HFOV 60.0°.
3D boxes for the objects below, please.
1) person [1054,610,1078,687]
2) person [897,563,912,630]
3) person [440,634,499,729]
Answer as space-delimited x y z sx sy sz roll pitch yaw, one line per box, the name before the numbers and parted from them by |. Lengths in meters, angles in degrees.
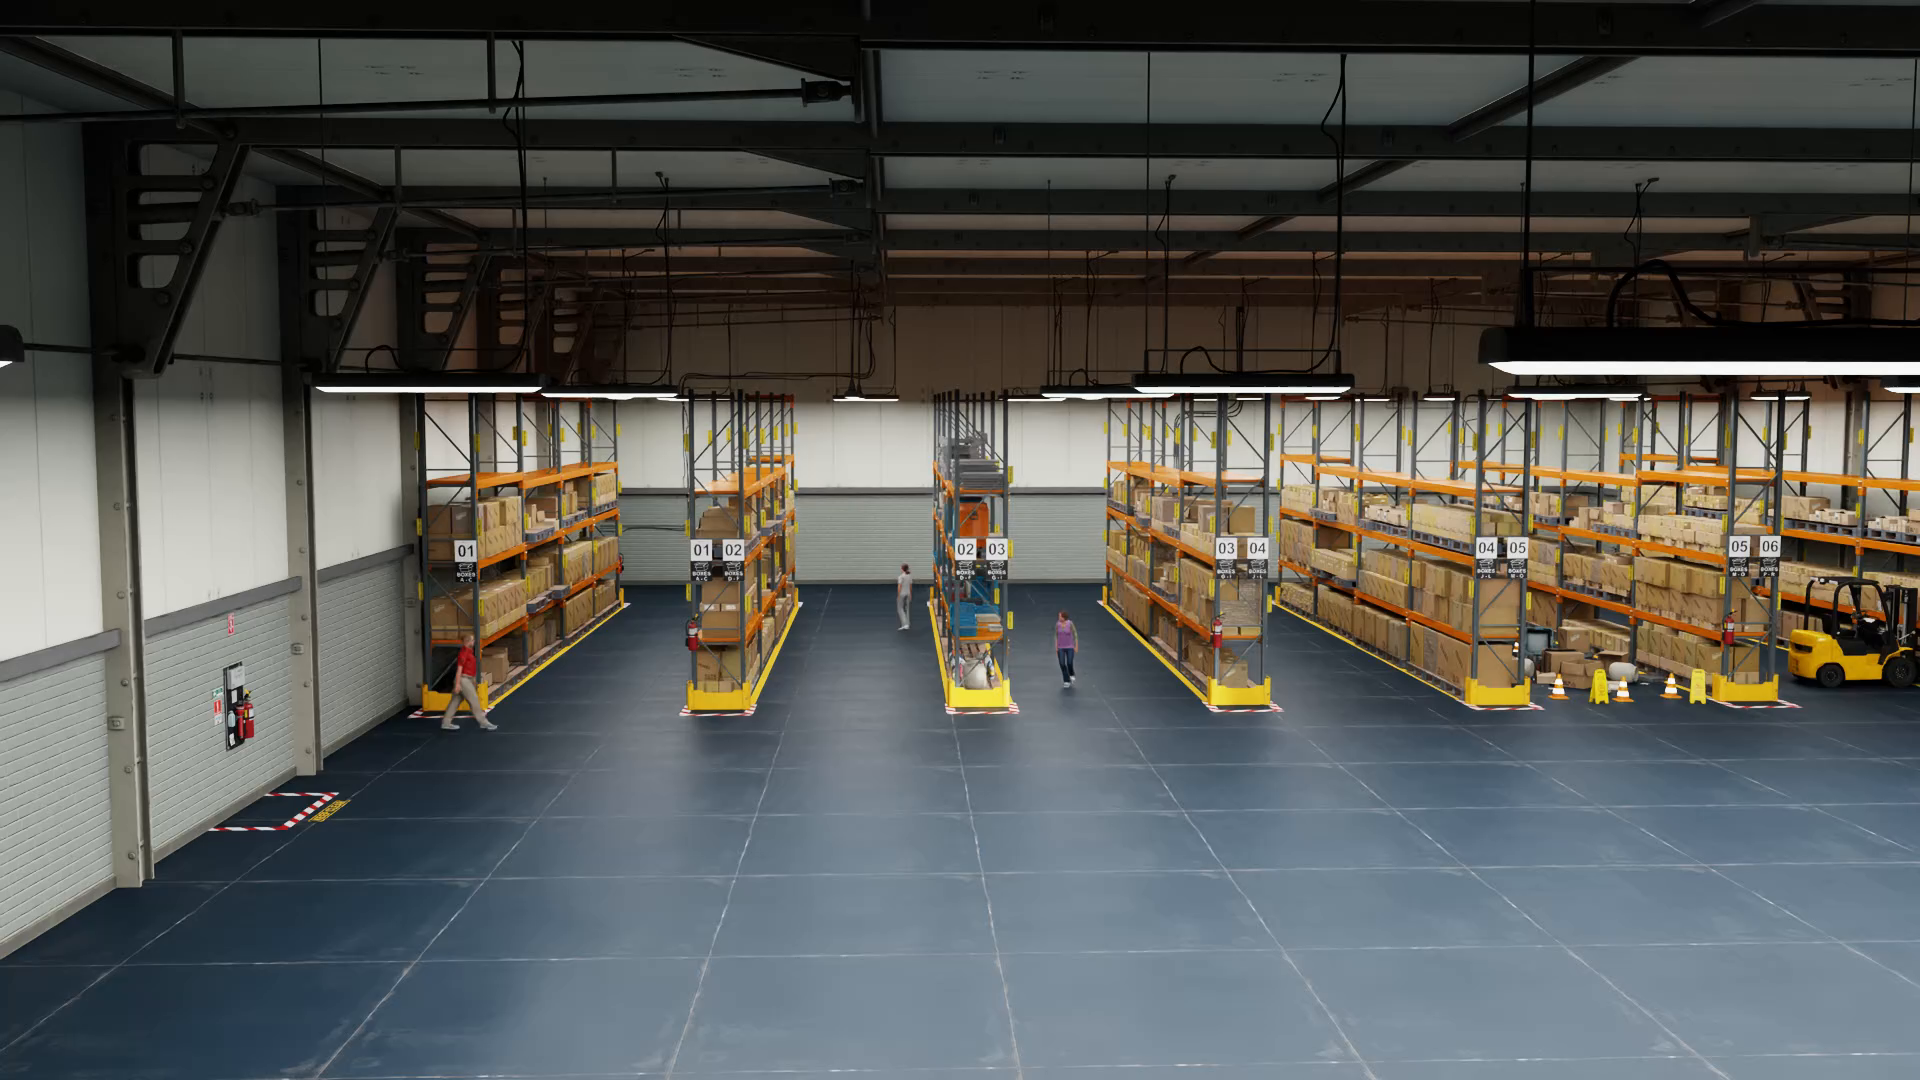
person | 2.157 2.195 33.715 0.498 1.579 0.455 2 5 19
person | -1.401 1.466 42.342 0.481 1.736 0.397 -4 6 -39
person | -8.629 2.482 29.184 0.977 1.665 0.582 -1 5 -17
